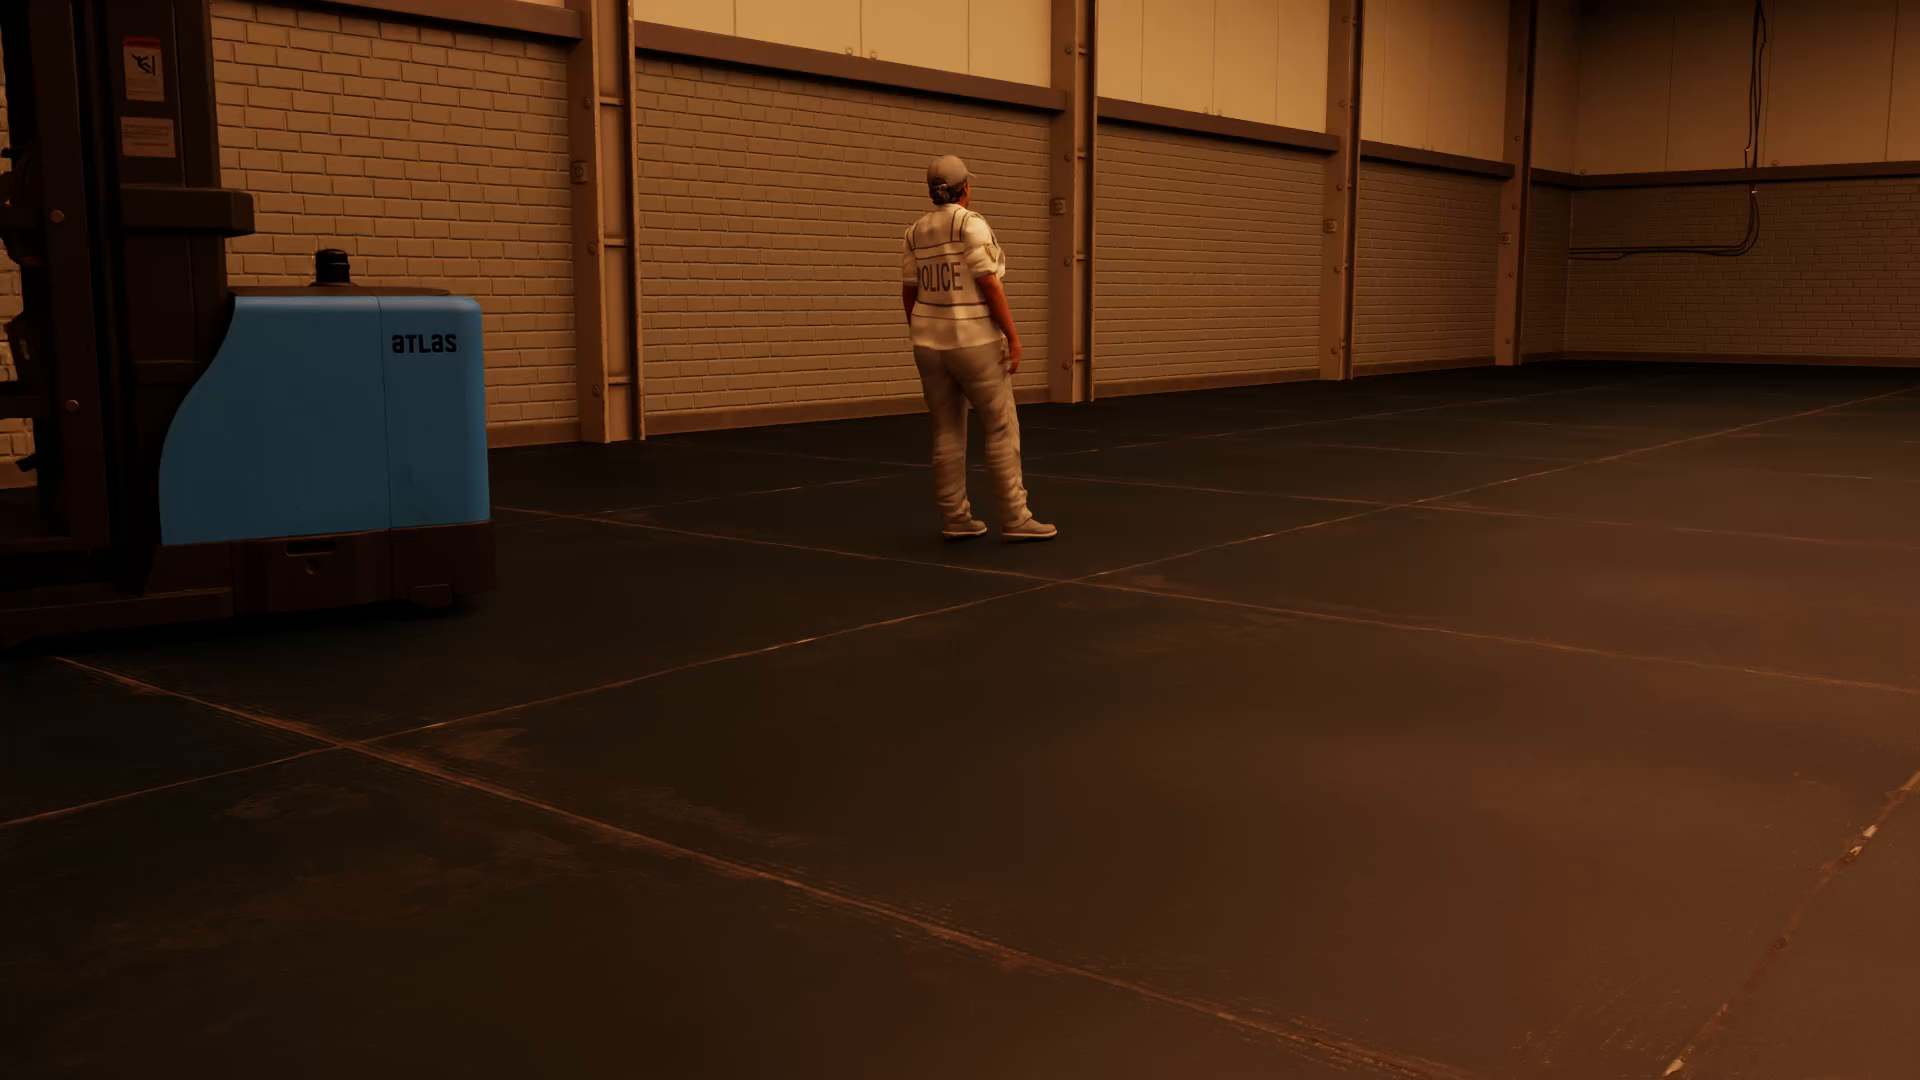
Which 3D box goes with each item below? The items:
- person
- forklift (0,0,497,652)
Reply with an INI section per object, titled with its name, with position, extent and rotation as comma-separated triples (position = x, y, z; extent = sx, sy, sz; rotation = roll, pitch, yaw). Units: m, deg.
[person]
position = 0.066, -0.839, 7.328
extent = 0.599, 1.670, 0.529
rotation = 7, 11, 38
[forklift]
position = -3.124, -1.151, 5.150
extent = 3.031, 2.935, 1.130
rotation = -5, 10, -33
